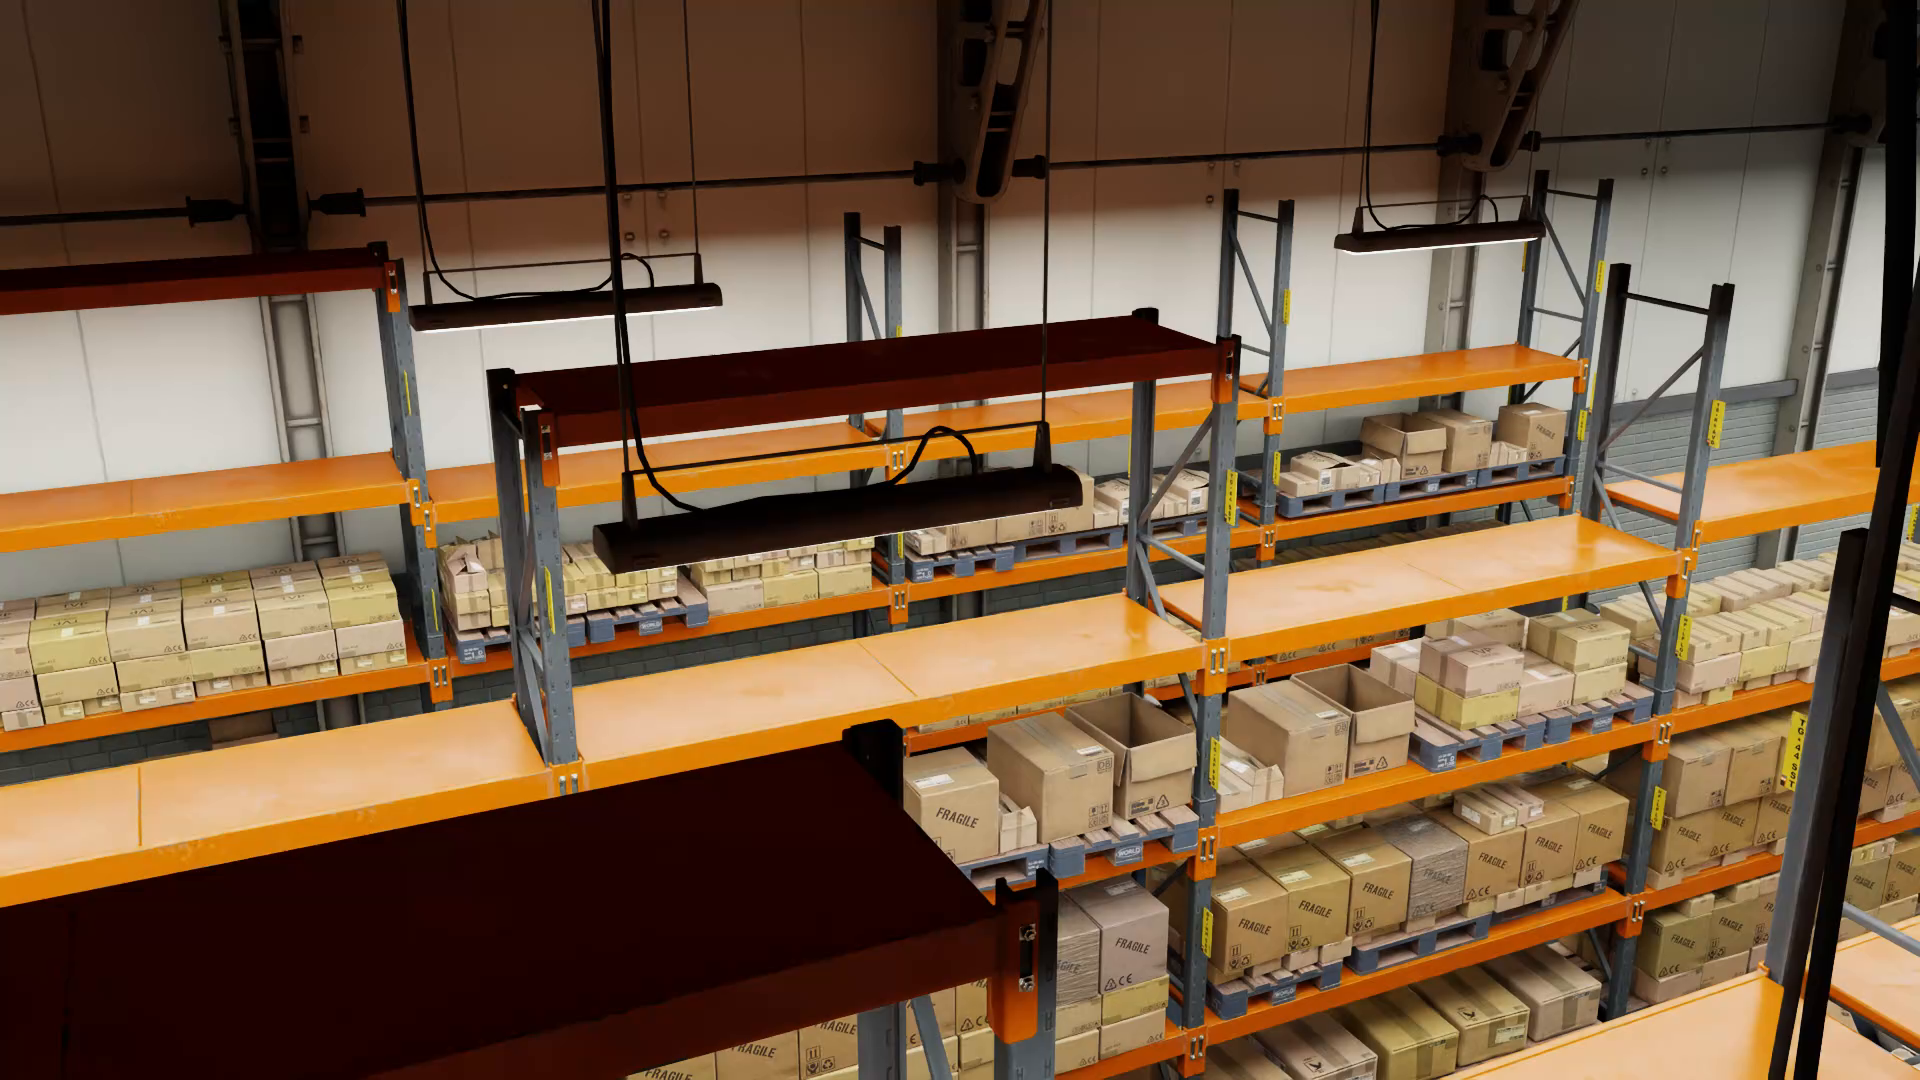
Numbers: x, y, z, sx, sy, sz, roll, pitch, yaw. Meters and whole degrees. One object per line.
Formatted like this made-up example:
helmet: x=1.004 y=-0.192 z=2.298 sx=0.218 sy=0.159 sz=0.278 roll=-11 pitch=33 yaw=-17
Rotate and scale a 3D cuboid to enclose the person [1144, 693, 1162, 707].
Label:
person: x=1.703 y=2.130 z=15.357 sx=0.677 sy=1.594 sz=0.485 roll=-14 pitch=23 yaw=-36
